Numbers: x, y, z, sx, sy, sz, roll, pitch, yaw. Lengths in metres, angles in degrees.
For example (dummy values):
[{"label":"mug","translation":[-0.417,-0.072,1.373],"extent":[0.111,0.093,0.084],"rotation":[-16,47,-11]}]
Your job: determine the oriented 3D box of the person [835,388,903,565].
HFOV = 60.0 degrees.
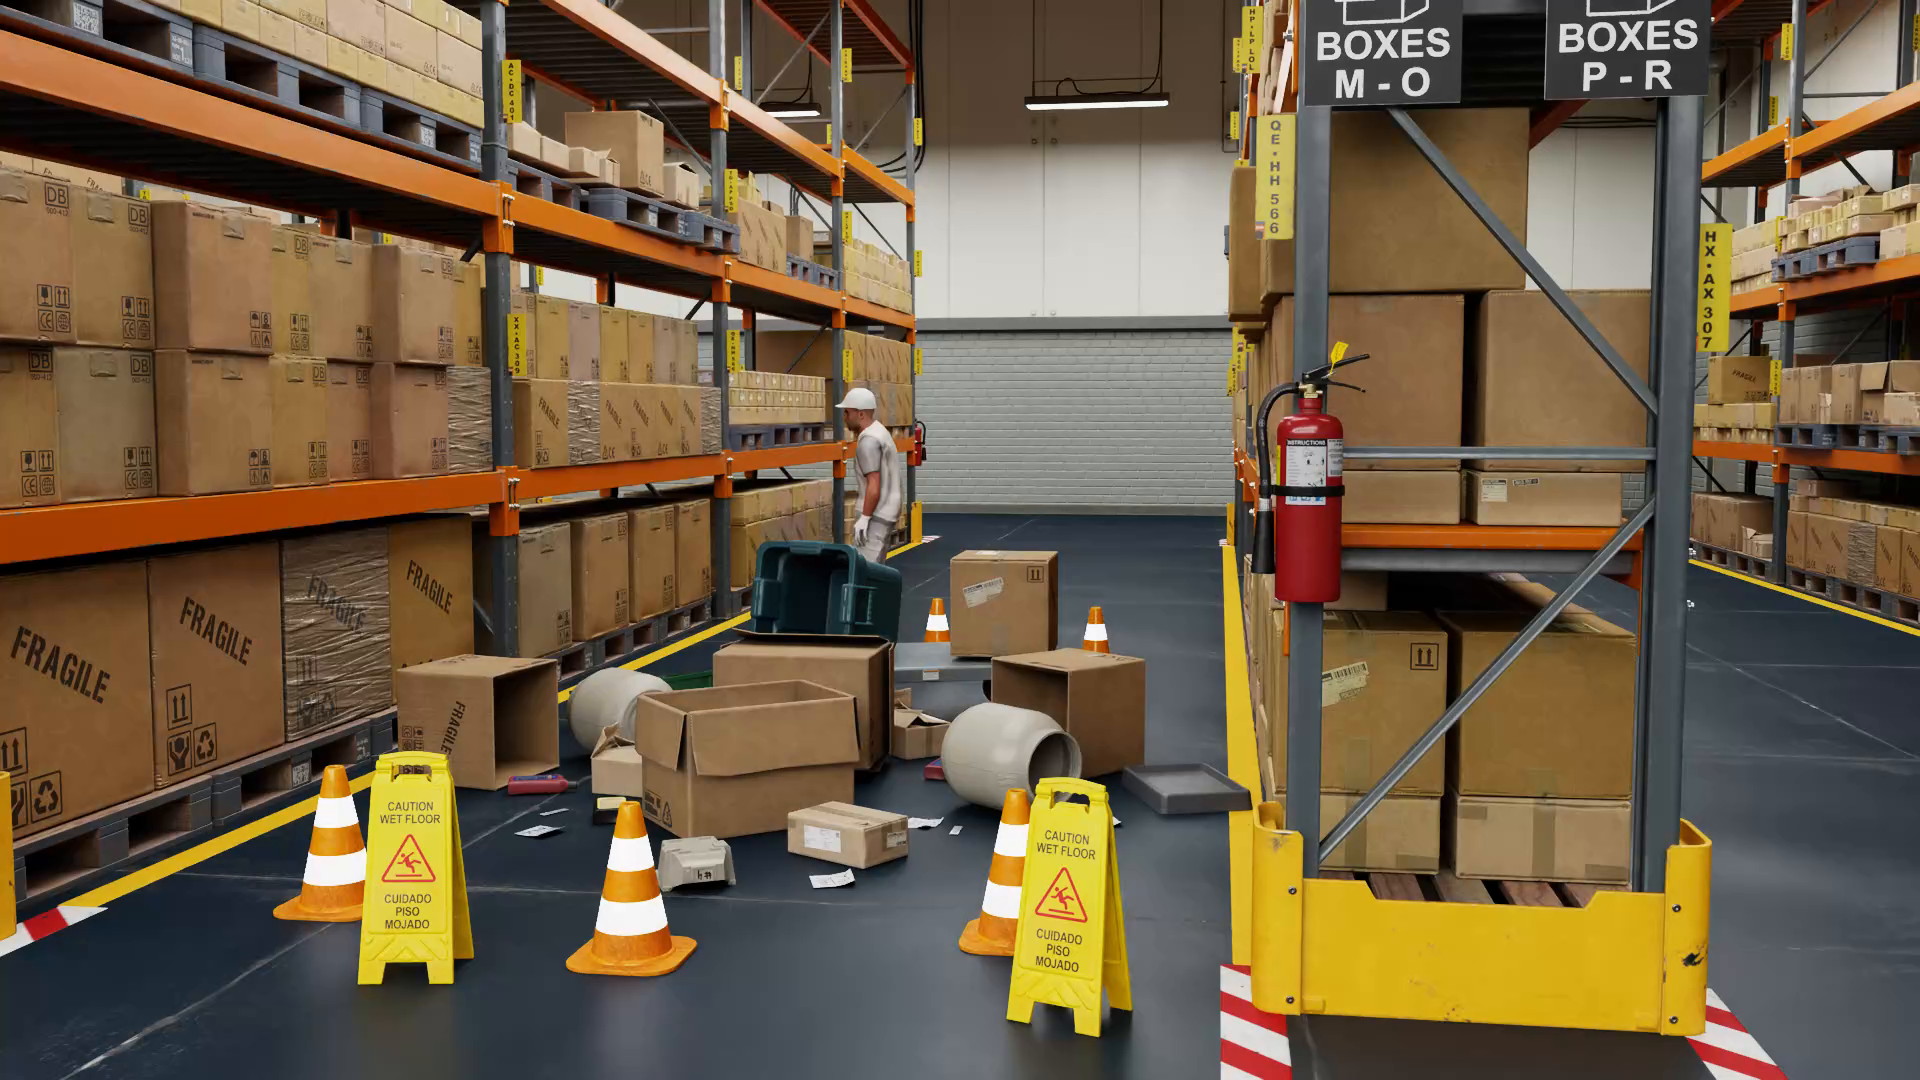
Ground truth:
[{"label":"person","translation":[-0.613,-0.135,11.244],"extent":[0.452,1.778,0.613],"rotation":[0,4,5]}]
